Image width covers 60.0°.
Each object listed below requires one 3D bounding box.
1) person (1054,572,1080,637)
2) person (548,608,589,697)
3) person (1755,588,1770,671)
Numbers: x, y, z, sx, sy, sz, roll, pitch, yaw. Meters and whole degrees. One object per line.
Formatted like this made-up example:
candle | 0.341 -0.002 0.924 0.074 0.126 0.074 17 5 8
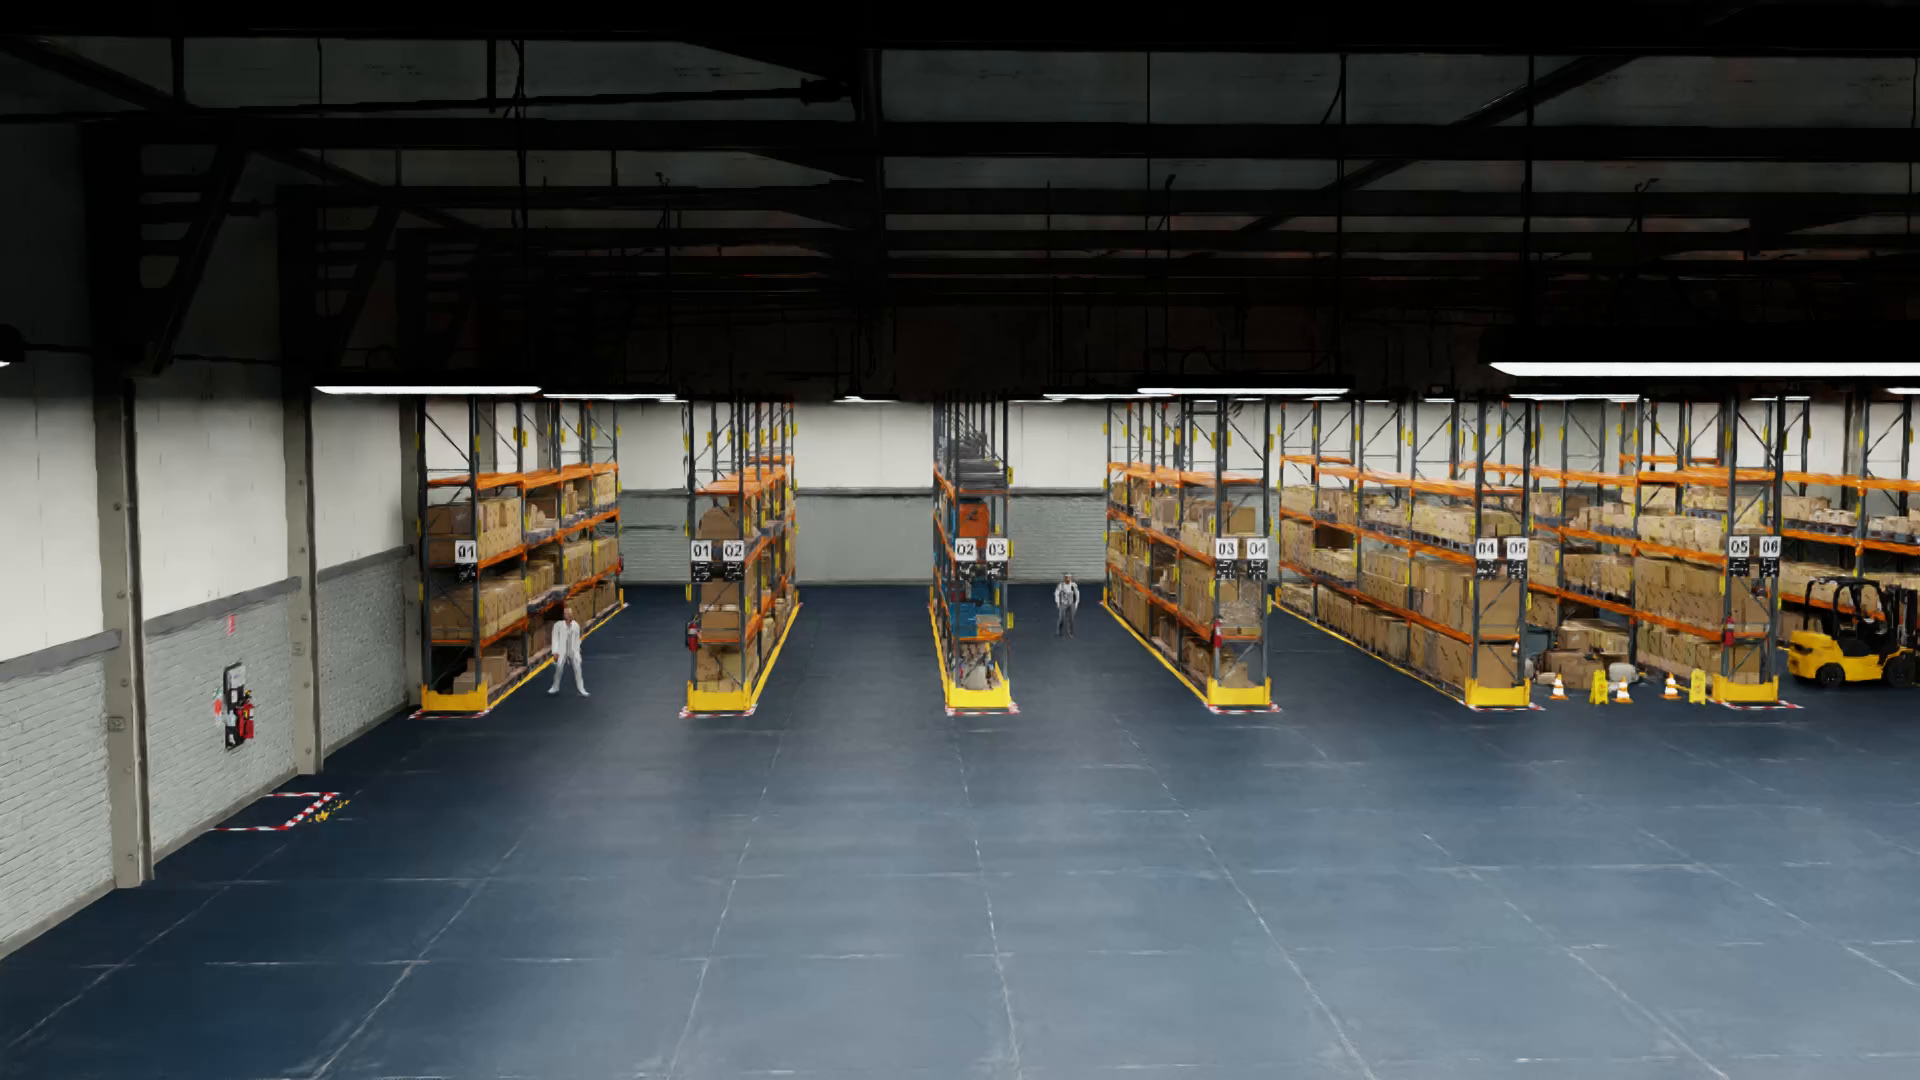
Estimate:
person | 2.637 1.576 40.973 0.639 1.632 0.506 0 5 -4
person | -7.705 2.196 32.534 0.626 1.749 1.006 -2 5 -27
person | 17.209 1.918 35.775 0.580 1.744 0.655 3 5 28
